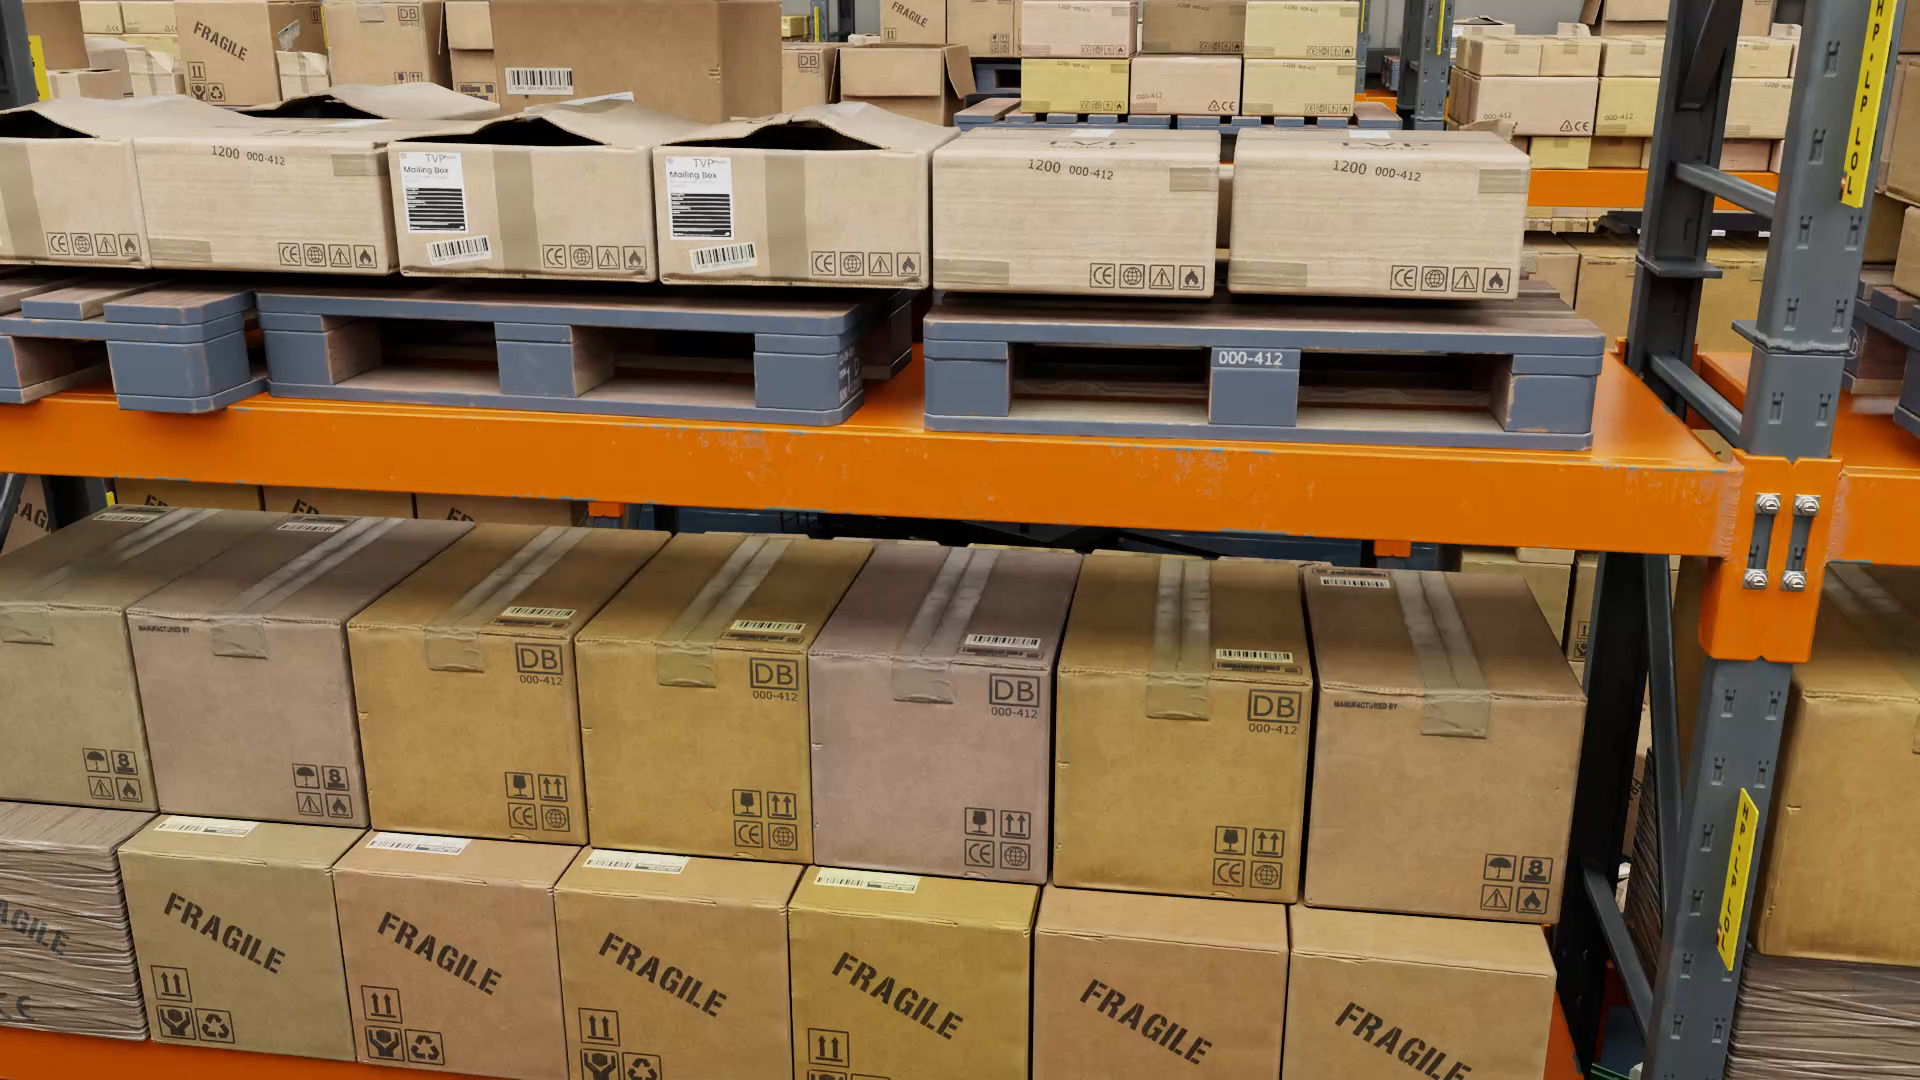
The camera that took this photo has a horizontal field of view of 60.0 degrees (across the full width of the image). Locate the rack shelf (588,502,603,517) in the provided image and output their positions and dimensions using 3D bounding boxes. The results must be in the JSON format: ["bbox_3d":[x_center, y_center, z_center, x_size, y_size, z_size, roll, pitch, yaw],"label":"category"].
[{"bbox_3d":[-3.749,-0.557,9.376,4.000,0.370,1.077,3,19,9],"label":"rack shelf"}]

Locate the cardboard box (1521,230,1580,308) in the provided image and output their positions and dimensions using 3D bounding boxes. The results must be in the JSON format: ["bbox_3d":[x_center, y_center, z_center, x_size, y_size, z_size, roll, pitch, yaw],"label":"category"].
[{"bbox_3d":[2.575,-1.169,7.868,0.500,0.500,0.700,3,19,8],"label":"cardboard box"}]

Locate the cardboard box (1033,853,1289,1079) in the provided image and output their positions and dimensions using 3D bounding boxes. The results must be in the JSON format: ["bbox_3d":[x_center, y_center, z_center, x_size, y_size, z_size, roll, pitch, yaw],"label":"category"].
[{"bbox_3d":[0.433,0.944,3.597,0.500,0.500,0.500,3,19,8],"label":"cardboard box"}]

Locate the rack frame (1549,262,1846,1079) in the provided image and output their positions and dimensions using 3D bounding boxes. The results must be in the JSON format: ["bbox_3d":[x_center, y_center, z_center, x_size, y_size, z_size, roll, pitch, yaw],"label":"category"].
[{"bbox_3d":[1.490,0.959,3.709,0.127,3.000,1.000,3,19,9],"label":"rack frame"}]

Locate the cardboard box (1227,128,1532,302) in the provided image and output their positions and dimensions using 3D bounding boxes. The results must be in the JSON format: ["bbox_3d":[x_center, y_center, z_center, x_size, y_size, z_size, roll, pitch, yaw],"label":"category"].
[{"bbox_3d":[0.767,-0.624,3.131,0.500,0.250,0.500,3,19,9],"label":"cardboard box"}]

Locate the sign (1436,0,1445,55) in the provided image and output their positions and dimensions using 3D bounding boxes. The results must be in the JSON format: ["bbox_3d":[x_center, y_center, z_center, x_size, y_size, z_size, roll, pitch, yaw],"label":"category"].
[{"bbox_3d":[2.091,-2.277,7.218,0.005,0.325,0.100,3,19,9],"label":"sign"}]

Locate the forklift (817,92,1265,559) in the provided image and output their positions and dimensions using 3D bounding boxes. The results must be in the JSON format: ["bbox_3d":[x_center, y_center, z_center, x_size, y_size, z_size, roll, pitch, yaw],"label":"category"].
[{"bbox_3d":[0.494,-1.268,10.473,3.031,2.935,1.130,14,23,36],"label":"forklift"}]

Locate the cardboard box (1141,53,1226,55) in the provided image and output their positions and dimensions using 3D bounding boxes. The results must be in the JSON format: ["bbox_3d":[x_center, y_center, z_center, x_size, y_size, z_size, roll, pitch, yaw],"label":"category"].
[{"bbox_3d":[1.161,-2.327,8.379,0.500,0.250,0.500,3,19,8],"label":"cardboard box"}]

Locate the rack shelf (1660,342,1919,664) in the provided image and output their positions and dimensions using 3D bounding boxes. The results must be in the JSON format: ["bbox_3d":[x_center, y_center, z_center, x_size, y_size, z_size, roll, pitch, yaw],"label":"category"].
[{"bbox_3d":[3.464,-0.021,3.046,4.000,0.370,1.077,3,19,9],"label":"rack shelf"}]

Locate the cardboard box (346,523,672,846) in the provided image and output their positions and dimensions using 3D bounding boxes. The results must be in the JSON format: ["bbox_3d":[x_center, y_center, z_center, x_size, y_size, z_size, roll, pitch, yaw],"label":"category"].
[{"bbox_3d":[-1.012,0.312,3.909,0.500,0.500,0.700,3,19,8],"label":"cardboard box"}]

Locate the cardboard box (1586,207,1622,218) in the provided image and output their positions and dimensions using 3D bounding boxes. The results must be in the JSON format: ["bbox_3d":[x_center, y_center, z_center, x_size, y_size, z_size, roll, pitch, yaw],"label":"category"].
[{"bbox_3d":[4.760,-2.492,12.375,0.250,0.149,0.380,3,19,9],"label":"cardboard box"}]

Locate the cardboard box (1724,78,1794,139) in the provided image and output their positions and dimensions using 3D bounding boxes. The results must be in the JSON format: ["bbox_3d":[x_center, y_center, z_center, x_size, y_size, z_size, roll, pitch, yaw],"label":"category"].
[{"bbox_3d":[3.569,-1.929,7.381,0.500,0.250,0.500,3,19,9],"label":"cardboard box"}]

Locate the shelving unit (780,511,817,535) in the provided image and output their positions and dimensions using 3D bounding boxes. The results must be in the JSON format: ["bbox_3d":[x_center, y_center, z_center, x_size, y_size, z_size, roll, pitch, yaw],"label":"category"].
[{"bbox_3d":[-1.106,-0.508,11.386,0.210,0.900,0.258,5,19,23],"label":"shelving unit"}]

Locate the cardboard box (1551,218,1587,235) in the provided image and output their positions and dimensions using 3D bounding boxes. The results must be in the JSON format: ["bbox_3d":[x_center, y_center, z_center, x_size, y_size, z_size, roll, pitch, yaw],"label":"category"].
[{"bbox_3d":[4.491,-2.335,12.375,0.250,0.149,0.380,2,19,7],"label":"cardboard box"}]

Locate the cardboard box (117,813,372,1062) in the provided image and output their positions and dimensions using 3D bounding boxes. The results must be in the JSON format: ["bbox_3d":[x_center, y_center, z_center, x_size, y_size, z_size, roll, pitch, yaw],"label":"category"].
[{"bbox_3d":[-1.557,0.842,3.901,0.500,0.500,0.500,3,19,8],"label":"cardboard box"}]

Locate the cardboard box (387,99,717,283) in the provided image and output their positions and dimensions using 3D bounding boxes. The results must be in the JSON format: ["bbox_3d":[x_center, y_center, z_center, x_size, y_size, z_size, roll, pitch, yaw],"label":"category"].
[{"bbox_3d":[-0.778,-0.712,3.299,0.500,0.311,0.500,3,19,8],"label":"cardboard box"}]

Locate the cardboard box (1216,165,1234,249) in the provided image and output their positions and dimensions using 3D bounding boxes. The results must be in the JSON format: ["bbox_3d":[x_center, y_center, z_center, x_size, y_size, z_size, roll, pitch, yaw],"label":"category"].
[{"bbox_3d":[0.505,-0.721,3.579,0.380,0.149,0.250,3,19,9],"label":"cardboard box"}]

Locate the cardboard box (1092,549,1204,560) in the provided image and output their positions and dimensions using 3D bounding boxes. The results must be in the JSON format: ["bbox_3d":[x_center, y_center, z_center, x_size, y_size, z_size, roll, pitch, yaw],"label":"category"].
[{"bbox_3d":[0.946,0.390,8.891,0.625,0.372,0.950,4,19,12],"label":"cardboard box"}]

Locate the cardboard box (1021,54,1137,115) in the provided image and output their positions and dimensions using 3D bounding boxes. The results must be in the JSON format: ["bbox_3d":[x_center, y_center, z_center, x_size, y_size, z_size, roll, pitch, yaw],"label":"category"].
[{"bbox_3d":[0.573,-2.184,7.951,0.500,0.250,0.500,3,19,9],"label":"cardboard box"}]

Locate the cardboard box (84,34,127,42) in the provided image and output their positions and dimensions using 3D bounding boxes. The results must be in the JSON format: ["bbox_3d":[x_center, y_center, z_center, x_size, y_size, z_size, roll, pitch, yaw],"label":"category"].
[{"bbox_3d":[-6.972,-4.073,13.788,0.500,0.250,0.500,3,19,8],"label":"cardboard box"}]

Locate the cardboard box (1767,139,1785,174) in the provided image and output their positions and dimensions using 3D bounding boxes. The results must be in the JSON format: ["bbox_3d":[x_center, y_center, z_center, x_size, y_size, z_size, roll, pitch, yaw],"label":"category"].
[{"bbox_3d":[3.703,-1.715,7.370,0.250,0.149,0.380,3,19,8],"label":"cardboard box"}]

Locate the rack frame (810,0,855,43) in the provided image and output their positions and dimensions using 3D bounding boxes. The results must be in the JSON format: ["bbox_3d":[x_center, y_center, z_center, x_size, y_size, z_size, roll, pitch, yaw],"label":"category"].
[{"bbox_3d":[-0.991,-5.198,12.657,0.127,3.000,1.000,3,19,9],"label":"rack frame"}]

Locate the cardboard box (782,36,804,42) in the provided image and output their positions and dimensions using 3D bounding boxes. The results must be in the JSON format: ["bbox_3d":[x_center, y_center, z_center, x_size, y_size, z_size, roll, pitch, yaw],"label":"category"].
[{"bbox_3d":[-1.379,-3.836,12.921,0.250,0.149,0.380,3,19,10],"label":"cardboard box"}]

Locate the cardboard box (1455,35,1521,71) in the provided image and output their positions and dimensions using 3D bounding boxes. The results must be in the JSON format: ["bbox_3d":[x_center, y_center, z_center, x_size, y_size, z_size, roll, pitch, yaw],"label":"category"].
[{"bbox_3d":[2.523,-2.331,7.953,0.250,0.149,0.380,3,19,10],"label":"cardboard box"}]

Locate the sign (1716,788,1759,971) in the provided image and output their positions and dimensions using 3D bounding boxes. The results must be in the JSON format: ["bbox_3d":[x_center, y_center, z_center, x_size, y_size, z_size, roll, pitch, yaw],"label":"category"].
[{"bbox_3d":[1.413,0.618,3.028,0.005,0.325,0.100,3,19,9],"label":"sign"}]

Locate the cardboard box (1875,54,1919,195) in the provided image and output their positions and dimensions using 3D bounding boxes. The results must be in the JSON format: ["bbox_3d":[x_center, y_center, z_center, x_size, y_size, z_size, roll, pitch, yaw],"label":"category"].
[{"bbox_3d":[2.016,-0.835,3.293,0.500,0.250,0.500,3,19,8],"label":"cardboard box"}]

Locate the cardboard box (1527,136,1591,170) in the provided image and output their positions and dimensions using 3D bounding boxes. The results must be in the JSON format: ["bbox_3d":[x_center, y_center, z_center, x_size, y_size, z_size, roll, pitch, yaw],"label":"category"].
[{"bbox_3d":[2.693,-1.776,7.552,0.250,0.149,0.380,3,19,9],"label":"cardboard box"}]

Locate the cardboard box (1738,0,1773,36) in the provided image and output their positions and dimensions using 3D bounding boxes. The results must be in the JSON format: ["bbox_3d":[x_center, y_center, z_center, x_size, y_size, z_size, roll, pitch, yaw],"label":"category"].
[{"bbox_3d":[5.437,-3.696,11.917,0.500,0.500,0.700,3,19,9],"label":"cardboard box"}]

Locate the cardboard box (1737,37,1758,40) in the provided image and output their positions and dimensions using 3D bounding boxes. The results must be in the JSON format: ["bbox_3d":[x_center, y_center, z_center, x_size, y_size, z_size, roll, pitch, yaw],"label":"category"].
[{"bbox_3d":[3.554,-2.283,7.811,0.250,0.149,0.380,3,19,8],"label":"cardboard box"}]

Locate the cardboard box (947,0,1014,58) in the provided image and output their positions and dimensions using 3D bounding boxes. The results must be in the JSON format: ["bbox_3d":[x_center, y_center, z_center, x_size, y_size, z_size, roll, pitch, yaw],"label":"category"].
[{"bbox_3d":[0.200,-3.963,12.715,0.500,0.500,0.700,3,19,8],"label":"cardboard box"}]

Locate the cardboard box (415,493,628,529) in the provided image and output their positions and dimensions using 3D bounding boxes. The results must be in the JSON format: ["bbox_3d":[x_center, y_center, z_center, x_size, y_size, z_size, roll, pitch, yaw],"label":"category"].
[{"bbox_3d":[-2.443,-0.050,9.413,0.875,0.875,0.875,3,19,8],"label":"cardboard box"}]

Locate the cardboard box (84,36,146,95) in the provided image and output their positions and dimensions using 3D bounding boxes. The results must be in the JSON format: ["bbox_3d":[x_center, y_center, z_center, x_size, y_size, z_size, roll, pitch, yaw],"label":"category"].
[{"bbox_3d":[-4.820,-2.600,9.098,0.500,0.311,0.500,3,19,9],"label":"cardboard box"}]

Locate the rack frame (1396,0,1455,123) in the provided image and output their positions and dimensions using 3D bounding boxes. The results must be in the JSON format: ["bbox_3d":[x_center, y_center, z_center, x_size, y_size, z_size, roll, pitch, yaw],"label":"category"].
[{"bbox_3d":[2.175,-3.442,7.407,0.127,3.000,1.000,3,19,9],"label":"rack frame"}]

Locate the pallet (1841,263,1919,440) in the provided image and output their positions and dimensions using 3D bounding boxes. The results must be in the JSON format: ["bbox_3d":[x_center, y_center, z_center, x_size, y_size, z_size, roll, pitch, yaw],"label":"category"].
[{"bbox_3d":[2.296,-0.377,3.114,1.213,0.211,1.003,3,19,9],"label":"pallet"}]

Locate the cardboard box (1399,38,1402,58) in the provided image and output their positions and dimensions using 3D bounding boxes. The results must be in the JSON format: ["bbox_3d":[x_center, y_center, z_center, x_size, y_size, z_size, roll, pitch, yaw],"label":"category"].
[{"bbox_3d":[3.354,-3.584,12.137,0.250,0.149,0.380,3,19,10],"label":"cardboard box"}]

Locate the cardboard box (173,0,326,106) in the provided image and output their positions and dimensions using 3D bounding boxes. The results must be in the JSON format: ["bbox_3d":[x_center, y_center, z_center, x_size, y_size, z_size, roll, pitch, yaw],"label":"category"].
[{"bbox_3d":[-3.560,-2.465,8.396,0.500,0.500,0.500,3,19,9],"label":"cardboard box"}]

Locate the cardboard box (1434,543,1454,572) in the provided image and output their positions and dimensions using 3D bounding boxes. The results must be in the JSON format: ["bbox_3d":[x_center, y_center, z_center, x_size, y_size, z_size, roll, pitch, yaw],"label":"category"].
[{"bbox_3d":[2.802,0.098,8.772,0.500,0.500,0.500,3,19,8],"label":"cardboard box"}]

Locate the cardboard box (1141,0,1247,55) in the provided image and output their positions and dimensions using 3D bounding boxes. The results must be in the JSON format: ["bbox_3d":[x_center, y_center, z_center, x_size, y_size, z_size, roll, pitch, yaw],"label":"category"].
[{"bbox_3d":[1.168,-2.561,8.289,0.500,0.250,0.500,3,19,7],"label":"cardboard box"}]

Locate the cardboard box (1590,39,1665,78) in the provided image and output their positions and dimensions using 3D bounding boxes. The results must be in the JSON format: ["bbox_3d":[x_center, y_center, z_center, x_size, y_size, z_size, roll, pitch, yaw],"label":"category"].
[{"bbox_3d":[2.955,-2.140,7.383,0.250,0.149,0.380,2,19,7],"label":"cardboard box"}]

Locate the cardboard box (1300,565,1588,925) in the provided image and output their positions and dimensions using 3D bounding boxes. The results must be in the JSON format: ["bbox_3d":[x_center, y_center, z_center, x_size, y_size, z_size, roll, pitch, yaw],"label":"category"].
[{"bbox_3d":[0.999,0.415,3.604,0.500,0.500,0.700,3,19,8],"label":"cardboard box"}]

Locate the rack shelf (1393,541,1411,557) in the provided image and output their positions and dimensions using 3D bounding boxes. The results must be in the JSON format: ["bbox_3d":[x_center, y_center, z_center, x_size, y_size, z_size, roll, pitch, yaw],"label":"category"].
[{"bbox_3d":[4.150,-0.155,8.172,4.000,0.370,1.077,3,19,9],"label":"rack shelf"}]

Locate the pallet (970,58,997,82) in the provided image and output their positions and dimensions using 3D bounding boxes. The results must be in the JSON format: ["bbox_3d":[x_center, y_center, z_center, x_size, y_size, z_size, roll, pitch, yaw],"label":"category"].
[{"bbox_3d":[-0.306,-3.680,13.144,1.003,0.211,1.213,4,19,11],"label":"pallet"}]

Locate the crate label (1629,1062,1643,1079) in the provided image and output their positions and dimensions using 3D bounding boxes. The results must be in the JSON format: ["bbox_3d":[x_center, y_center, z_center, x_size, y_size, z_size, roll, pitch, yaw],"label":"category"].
[{"bbox_3d":[2.404,1.848,5.563,0.250,0.136,0.298,-11,21,-29],"label":"crate label"}]

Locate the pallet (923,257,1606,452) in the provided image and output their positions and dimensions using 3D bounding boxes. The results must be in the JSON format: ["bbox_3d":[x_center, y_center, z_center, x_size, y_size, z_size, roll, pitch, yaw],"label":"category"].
[{"bbox_3d":[0.577,-0.403,3.355,1.217,0.209,0.805,2,19,6],"label":"pallet"}]
